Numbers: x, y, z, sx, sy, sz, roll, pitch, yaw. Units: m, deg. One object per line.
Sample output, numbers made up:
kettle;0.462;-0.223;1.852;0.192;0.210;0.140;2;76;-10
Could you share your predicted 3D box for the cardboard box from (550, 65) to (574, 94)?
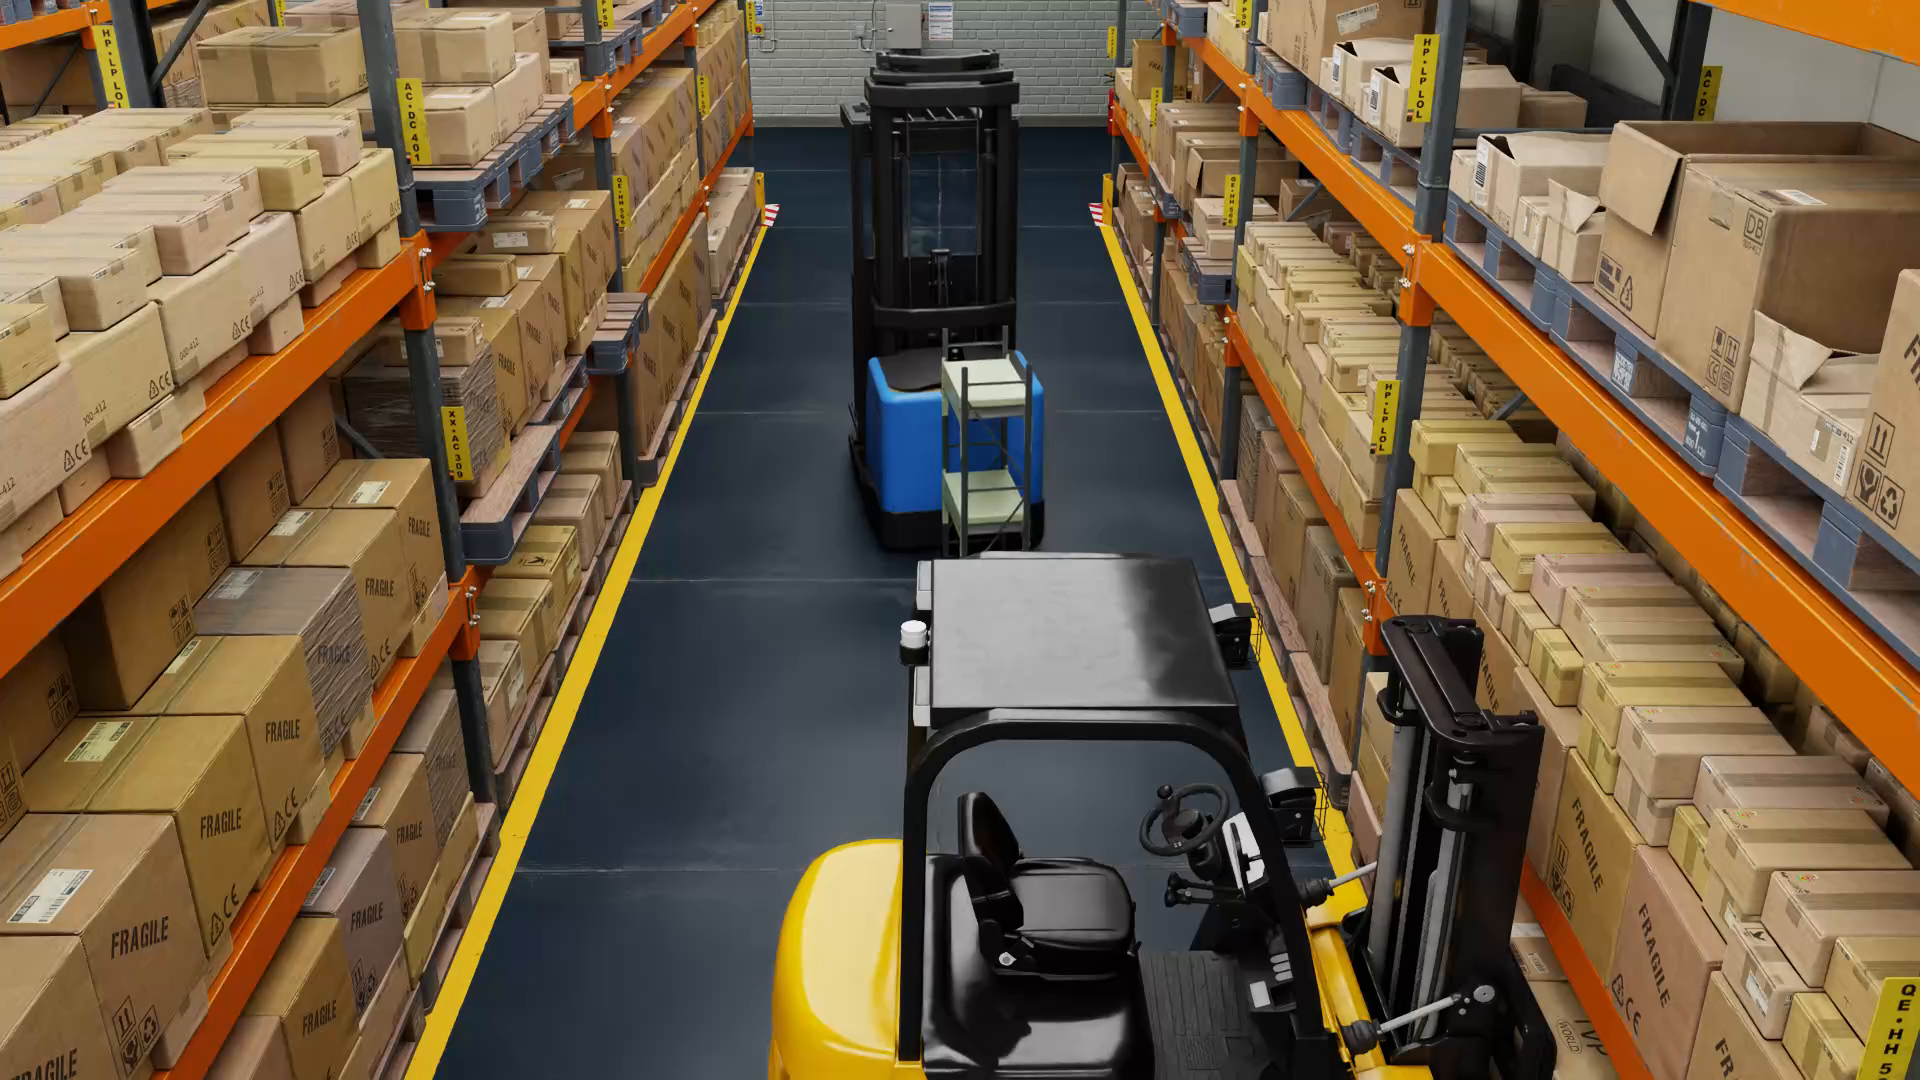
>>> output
cardboard box;-2.467;-2.670;9.679;0.380;0.149;0.250;0;24;-1

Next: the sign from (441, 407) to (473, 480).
sign;-2.105;-0.401;6.947;0.100;0.325;0.005;0;24;-1

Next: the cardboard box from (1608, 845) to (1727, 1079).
cardboard box;2.095;1.162;4.419;0.500;0.500;0.500;0;24;1

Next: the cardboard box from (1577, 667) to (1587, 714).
cardboard box;2.124;0.509;5.077;0.380;0.149;0.250;0;24;-1

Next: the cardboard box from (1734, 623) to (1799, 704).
cardboard box;2.581;0.370;5.023;0.380;0.149;0.250;0;24;0

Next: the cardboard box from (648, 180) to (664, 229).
cardboard box;-2.448;-2.437;12.074;0.500;0.250;0.500;0;24;-1

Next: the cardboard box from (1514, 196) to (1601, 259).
cardboard box;2.025;-1.011;5.380;0.380;0.149;0.250;0;24;1

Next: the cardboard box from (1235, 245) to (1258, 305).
cardboard box;2.008;-1.649;10.331;0.500;0.250;0.500;0;24;-1

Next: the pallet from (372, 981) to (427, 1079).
pallet;-2.589;2.050;5.962;1.003;0.211;1.213;0;24;-1

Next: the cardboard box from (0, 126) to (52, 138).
cardboard box;-7.479;-3.200;13.259;0.380;0.149;0.250;-1;24;-2

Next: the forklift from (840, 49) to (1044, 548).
forklift;-0.204;-1.864;11.314;1.130;2.935;3.031;-4;25;-8

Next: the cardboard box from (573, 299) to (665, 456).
cardboard box;-2.616;-1.158;11.739;0.875;0.875;0.875;0;24;-1

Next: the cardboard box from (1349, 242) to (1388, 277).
cardboard box;2.534;-1.667;9.887;0.380;0.149;0.250;0;24;-1

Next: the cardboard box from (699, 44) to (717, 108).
cardboard box;-2.497;-4.204;15.071;0.500;0.500;0.500;-1;24;-1

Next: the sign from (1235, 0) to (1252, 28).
sign;1.729;-3.274;10.082;0.100;0.325;0.005;0;24;-1

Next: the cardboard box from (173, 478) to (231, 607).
cardboard box;-2.898;-0.038;5.498;0.700;0.500;0.500;-1;24;-2

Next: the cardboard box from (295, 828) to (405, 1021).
cardboard box;-2.359;1.381;5.974;0.500;0.500;0.500;1;24;2

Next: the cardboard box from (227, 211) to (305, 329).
cardboard box;-2.376;-0.836;5.140;0.500;0.250;0.500;-1;24;-1

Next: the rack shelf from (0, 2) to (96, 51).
rack shelf;-7.662;-3.449;11.968;1.077;0.370;4.000;0;24;-1

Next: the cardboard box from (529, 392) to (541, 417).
cardboard box;-2.373;-0.735;8.530;0.380;0.149;0.250;0;24;0

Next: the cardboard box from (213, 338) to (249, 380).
cardboard box;-2.424;-0.593;5.087;0.380;0.149;0.250;0;24;1

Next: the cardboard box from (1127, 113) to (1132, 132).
cardboard box;1.878;-4.188;16.674;0.380;0.149;0.250;-1;24;-2

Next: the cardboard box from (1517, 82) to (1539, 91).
cardboard box;2.380;-1.968;7.495;0.380;0.149;0.250;0;24;-1

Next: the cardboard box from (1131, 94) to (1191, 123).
cardboard box;1.962;-4.222;16.265;0.500;0.250;0.500;-1;24;-2

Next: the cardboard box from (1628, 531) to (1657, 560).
cardboard box;2.649;0.084;6.016;0.380;0.149;0.250;0;24;0

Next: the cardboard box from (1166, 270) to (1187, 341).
cardboard box;2.024;-1.954;13.955;0.500;0.500;0.500;-1;24;-1

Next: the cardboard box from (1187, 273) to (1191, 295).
cardboard box;2.043;-2.085;13.457;0.380;0.149;0.250;0;24;-1

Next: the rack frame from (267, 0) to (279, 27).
rack frame;-7.727;-4.882;17.905;1.000;3.000;0.127;0;24;-1

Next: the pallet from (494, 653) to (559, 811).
pallet;-2.658;0.948;8.397;1.003;0.211;1.213;0;24;-1

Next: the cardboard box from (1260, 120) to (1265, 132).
cardboard box;2.493;-3.594;14.878;0.500;0.250;0.500;-1;24;-1

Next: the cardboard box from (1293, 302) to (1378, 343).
cardboard box;1.966;-1.141;8.725;0.380;0.149;0.250;-1;24;-2

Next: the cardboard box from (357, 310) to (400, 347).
cardboard box;-2.889;-0.767;7.815;0.500;0.500;0.500;0;24;0

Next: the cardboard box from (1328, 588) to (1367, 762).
cardboard box;2.299;0.651;8.044;0.875;0.625;0.625;1;24;2

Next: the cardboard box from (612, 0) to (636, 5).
cardboard box;-2.564;-3.971;12.024;0.380;0.166;0.250;2;24;4

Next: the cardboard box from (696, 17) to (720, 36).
cardboard box;-2.477;-4.853;15.719;0.380;0.149;0.250;0;24;0

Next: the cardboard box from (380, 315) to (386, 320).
cardboard box;-2.899;-1.142;7.857;0.380;0.149;0.250;-1;24;-2

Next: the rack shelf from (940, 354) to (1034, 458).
rack shelf;0.149;-0.792;9.735;0.431;0.370;0.720;-4;25;-8

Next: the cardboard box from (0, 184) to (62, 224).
cardboard box;-2.902;-0.949;4.906;0.380;0.149;0.250;-1;24;-1

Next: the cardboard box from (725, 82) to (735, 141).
cardboard box;-2.484;-4.162;16.192;0.500;0.500;0.500;0;24;1

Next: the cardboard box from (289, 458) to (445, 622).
cardboard box;-2.394;0.000;6.628;0.500;0.500;0.500;-1;24;-2

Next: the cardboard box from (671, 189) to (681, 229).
cardboard box;-2.487;-2.628;13.102;0.500;0.250;0.500;-1;24;-2

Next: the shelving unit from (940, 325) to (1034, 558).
shelving unit;0.149;-0.437;9.896;0.431;1.500;0.755;-4;25;-8

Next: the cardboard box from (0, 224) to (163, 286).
cardboard box;-2.389;-0.743;4.450;0.380;0.149;0.250;0;24;1

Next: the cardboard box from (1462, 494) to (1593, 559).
cardboard box;2.027;-0.050;5.951;0.380;0.149;0.250;0;24;1

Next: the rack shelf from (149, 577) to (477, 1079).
rack shelf;-2.626;1.151;5.439;1.077;0.370;4.000;0;24;-1

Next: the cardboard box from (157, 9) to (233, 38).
cardboard box;-7.453;-4.908;16.267;0.500;0.500;0.500;1;24;2

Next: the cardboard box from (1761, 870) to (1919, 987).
cardboard box;2.111;0.898;3.854;0.380;0.149;0.250;0;24;0

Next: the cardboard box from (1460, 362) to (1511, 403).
cardboard box;2.574;-0.726;7.806;0.380;0.149;0.250;0;24;-1

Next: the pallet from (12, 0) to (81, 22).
pallet;-7.783;-4.260;13.117;1.213;0.211;1.003;0;24;-1

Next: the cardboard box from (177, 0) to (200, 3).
cardboard box;-7.988;-5.333;17.205;0.500;0.500;0.500;0;24;-1

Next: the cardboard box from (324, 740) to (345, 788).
cardboard box;-2.352;0.768;5.716;0.380;0.149;0.250;-1;24;-1

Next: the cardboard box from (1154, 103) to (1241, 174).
cardboard box;2.010;-3.358;13.904;0.700;0.500;0.500;0;24;1

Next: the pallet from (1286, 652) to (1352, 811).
pallet;2.269;0.942;8.411;1.003;0.211;1.213;0;24;-1

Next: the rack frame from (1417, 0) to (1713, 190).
rack frame;2.316;-2.759;5.929;1.000;3.000;0.127;0;24;-1

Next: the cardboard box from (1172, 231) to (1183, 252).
cardboard box;2.017;-2.549;14.122;0.380;0.149;0.250;-1;24;-3

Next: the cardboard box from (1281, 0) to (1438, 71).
cardboard box;2.142;-2.815;8.943;0.700;0.500;0.500;-1;24;-2

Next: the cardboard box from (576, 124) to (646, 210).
cardboard box;-2.467;-2.559;11.434;0.500;0.500;0.500;0;24;0

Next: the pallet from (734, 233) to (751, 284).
pallet;-2.681;-2.845;16.784;1.003;0.211;1.213;0;24;-1
